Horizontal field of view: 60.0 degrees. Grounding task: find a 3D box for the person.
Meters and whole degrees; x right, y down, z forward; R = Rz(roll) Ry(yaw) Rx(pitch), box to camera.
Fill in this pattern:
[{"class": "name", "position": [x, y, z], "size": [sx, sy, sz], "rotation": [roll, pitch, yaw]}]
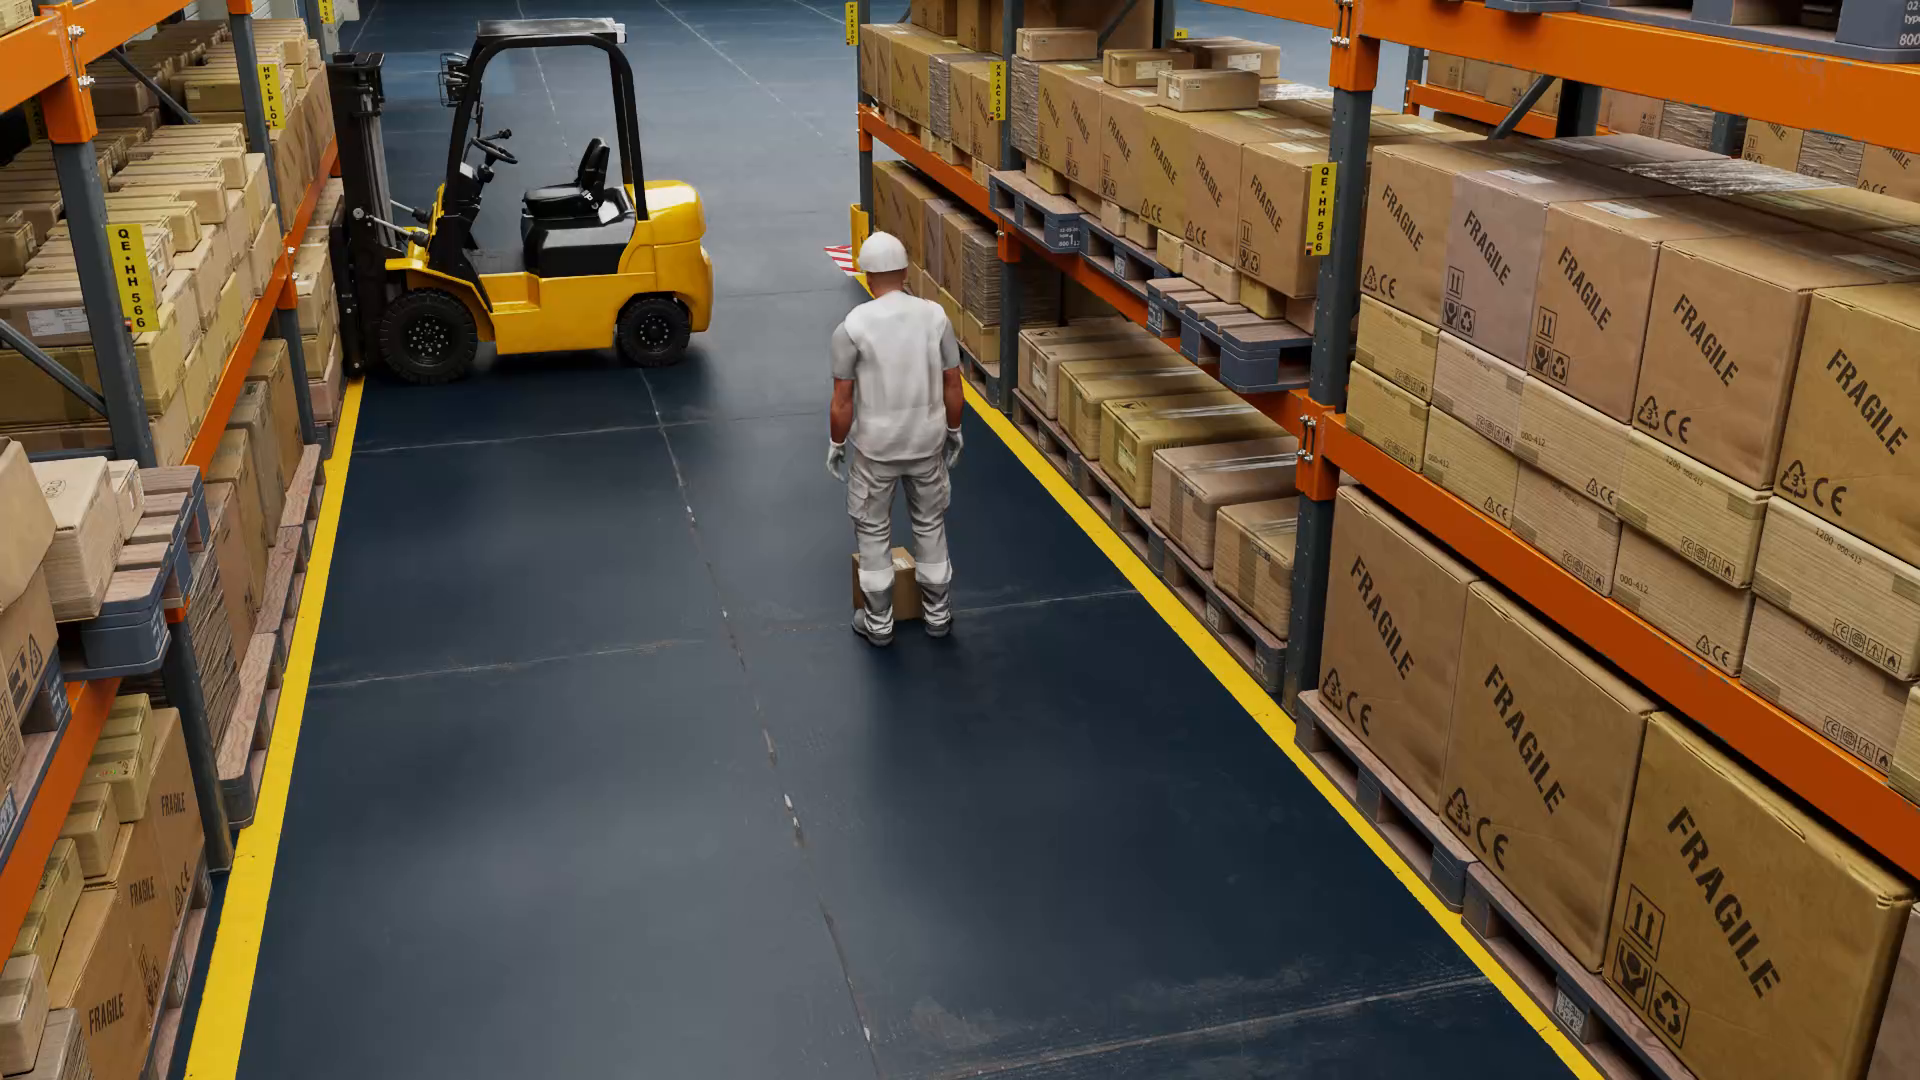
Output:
[{"class": "person", "position": [-0.270, -0.410, 7.054], "size": [0.609, 1.779, 0.449], "rotation": [-7, 24, -17]}]
